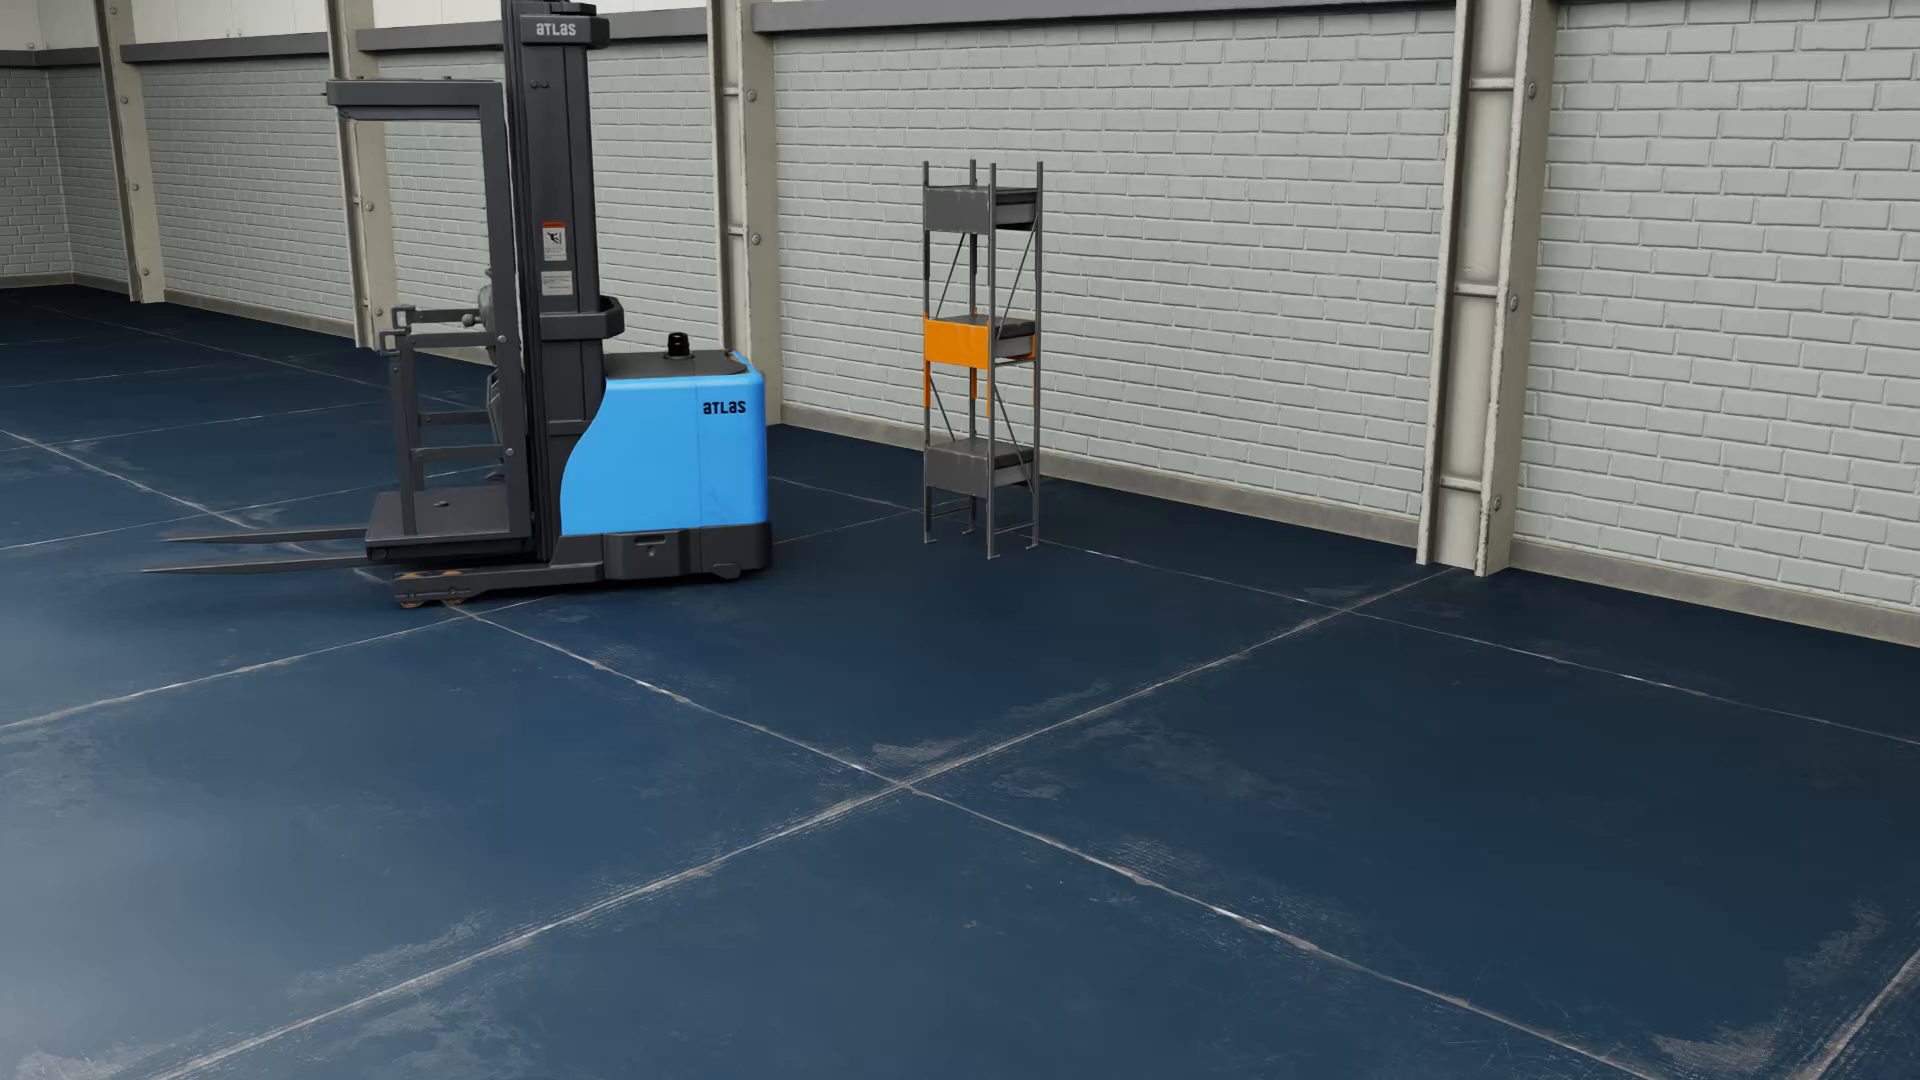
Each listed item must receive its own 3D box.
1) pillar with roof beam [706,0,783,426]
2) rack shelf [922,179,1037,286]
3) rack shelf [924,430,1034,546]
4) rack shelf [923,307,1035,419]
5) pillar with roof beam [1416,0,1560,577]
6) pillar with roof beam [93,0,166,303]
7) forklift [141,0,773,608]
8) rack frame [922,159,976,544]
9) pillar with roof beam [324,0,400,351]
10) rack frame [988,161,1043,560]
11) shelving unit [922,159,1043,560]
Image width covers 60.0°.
[{"bbox_3d":[-4.604,-4.493,8.830,0.400,9.000,9.100,14,20,42],"label":"pillar with roof beam"},{"bbox_3d":[0.119,-1.651,8.883,0.480,0.518,0.431,14,20,42],"label":"rack shelf"},{"bbox_3d":[0.119,-0.297,9.236,0.480,0.518,0.431,14,20,42],"label":"rack shelf"},{"bbox_3d":[0.119,-0.974,9.060,0.480,0.518,0.431,14,20,42],"label":"rack shelf"},{"bbox_3d":[-0.285,-3.443,4.800,0.400,9.000,9.100,14,20,42],"label":"pillar with roof beam"},{"bbox_3d":[-13.242,-6.594,16.890,0.400,9.000,9.100,14,20,42],"label":"pillar with roof beam"},{"bbox_3d":[-2.553,-1.234,8.354,3.031,2.935,1.130,-4,15,-15],"label":"forklift"},{"bbox_3d":[-0.056,-1.030,9.220,0.015,2.100,0.400,14,20,42],"label":"rack frame"},{"bbox_3d":[-8.923,-5.544,12.860,0.400,9.000,9.100,14,20,42],"label":"pillar with roof beam"},{"bbox_3d":[0.295,-0.944,8.892,0.015,2.100,0.400,14,20,42],"label":"rack frame"},{"bbox_3d":[0.119,-0.987,9.056,0.503,2.100,0.431,14,20,42],"label":"shelving unit"}]
